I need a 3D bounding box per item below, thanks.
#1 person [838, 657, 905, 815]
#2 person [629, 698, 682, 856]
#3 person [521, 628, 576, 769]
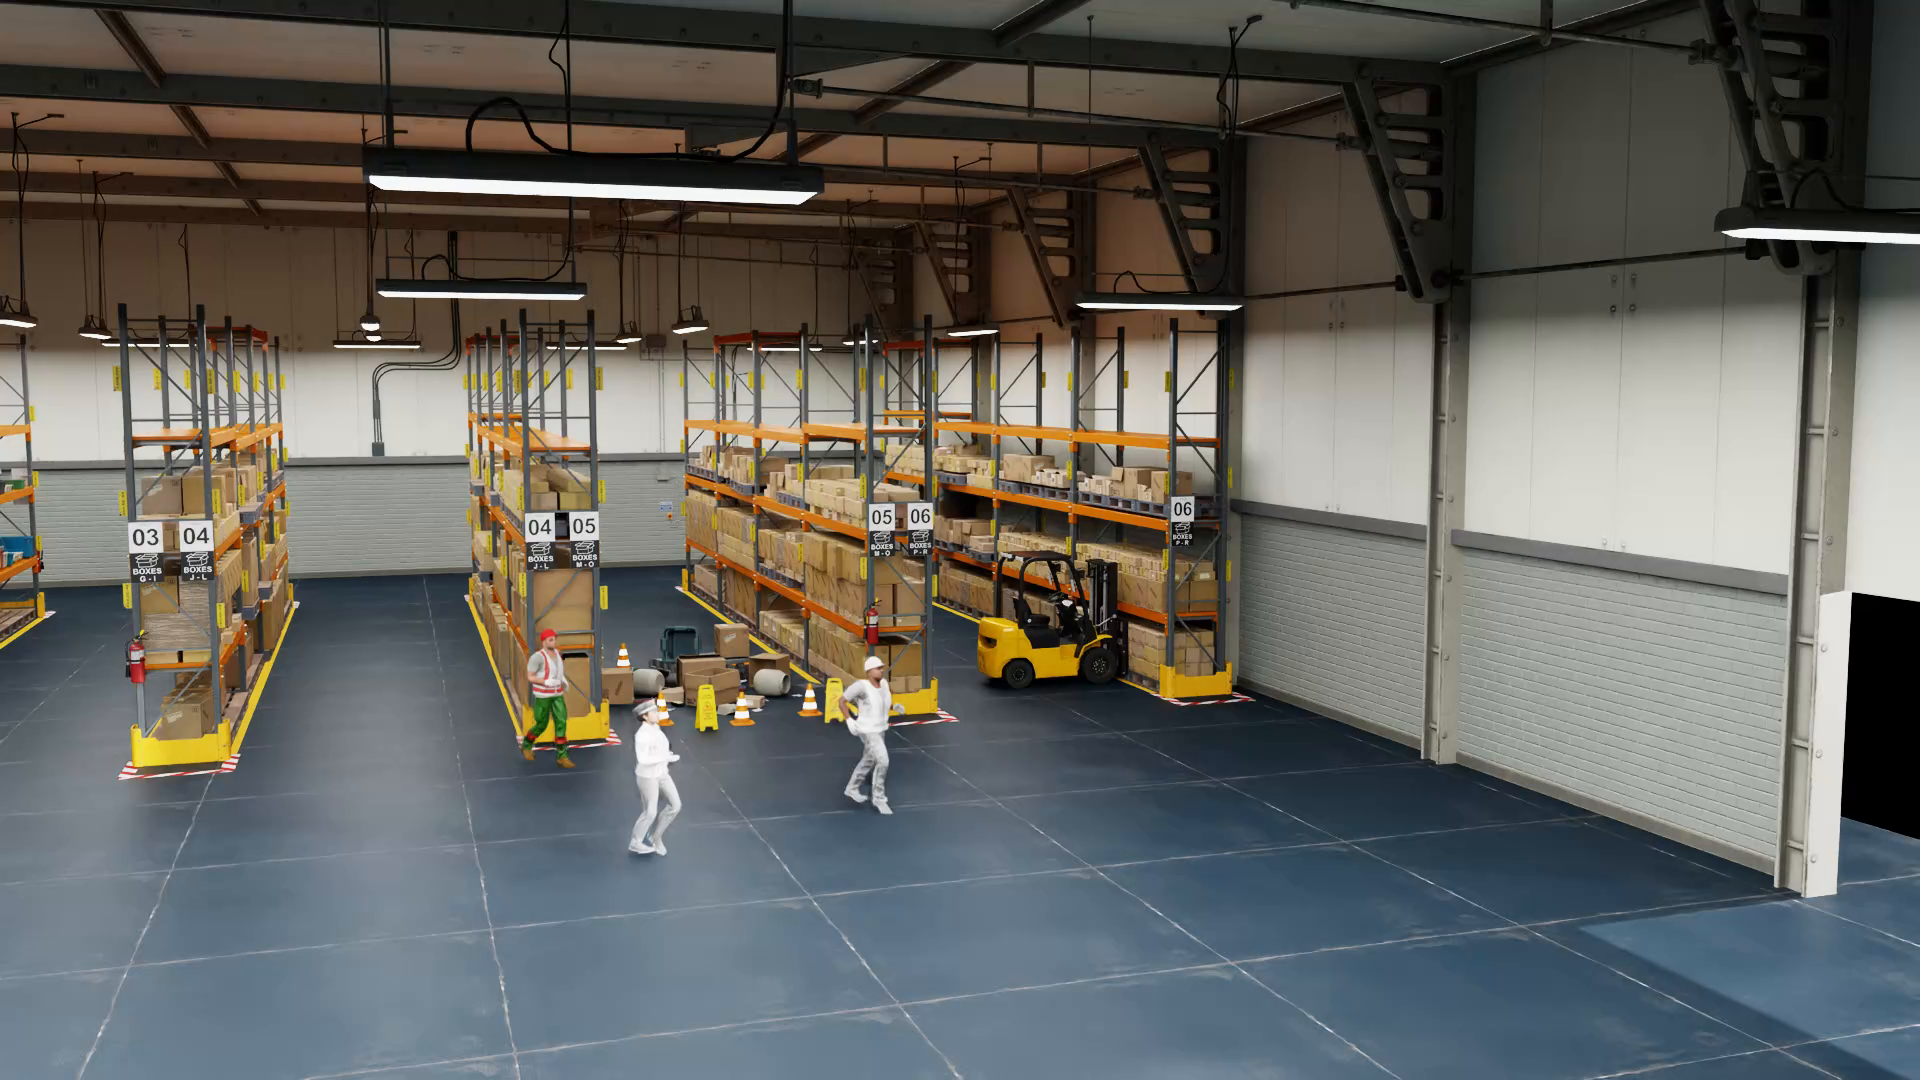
[{"bbox_3d":[-1.019,2.276,19.514,0.776,1.842,0.661,3,6,27],"label":"person"},{"bbox_3d":[-3.198,2.508,17.531,0.630,1.705,0.595,2,6,17],"label":"person"},{"bbox_3d":[-5.379,2.048,21.698,0.880,1.811,0.683,4,7,35],"label":"person"}]
